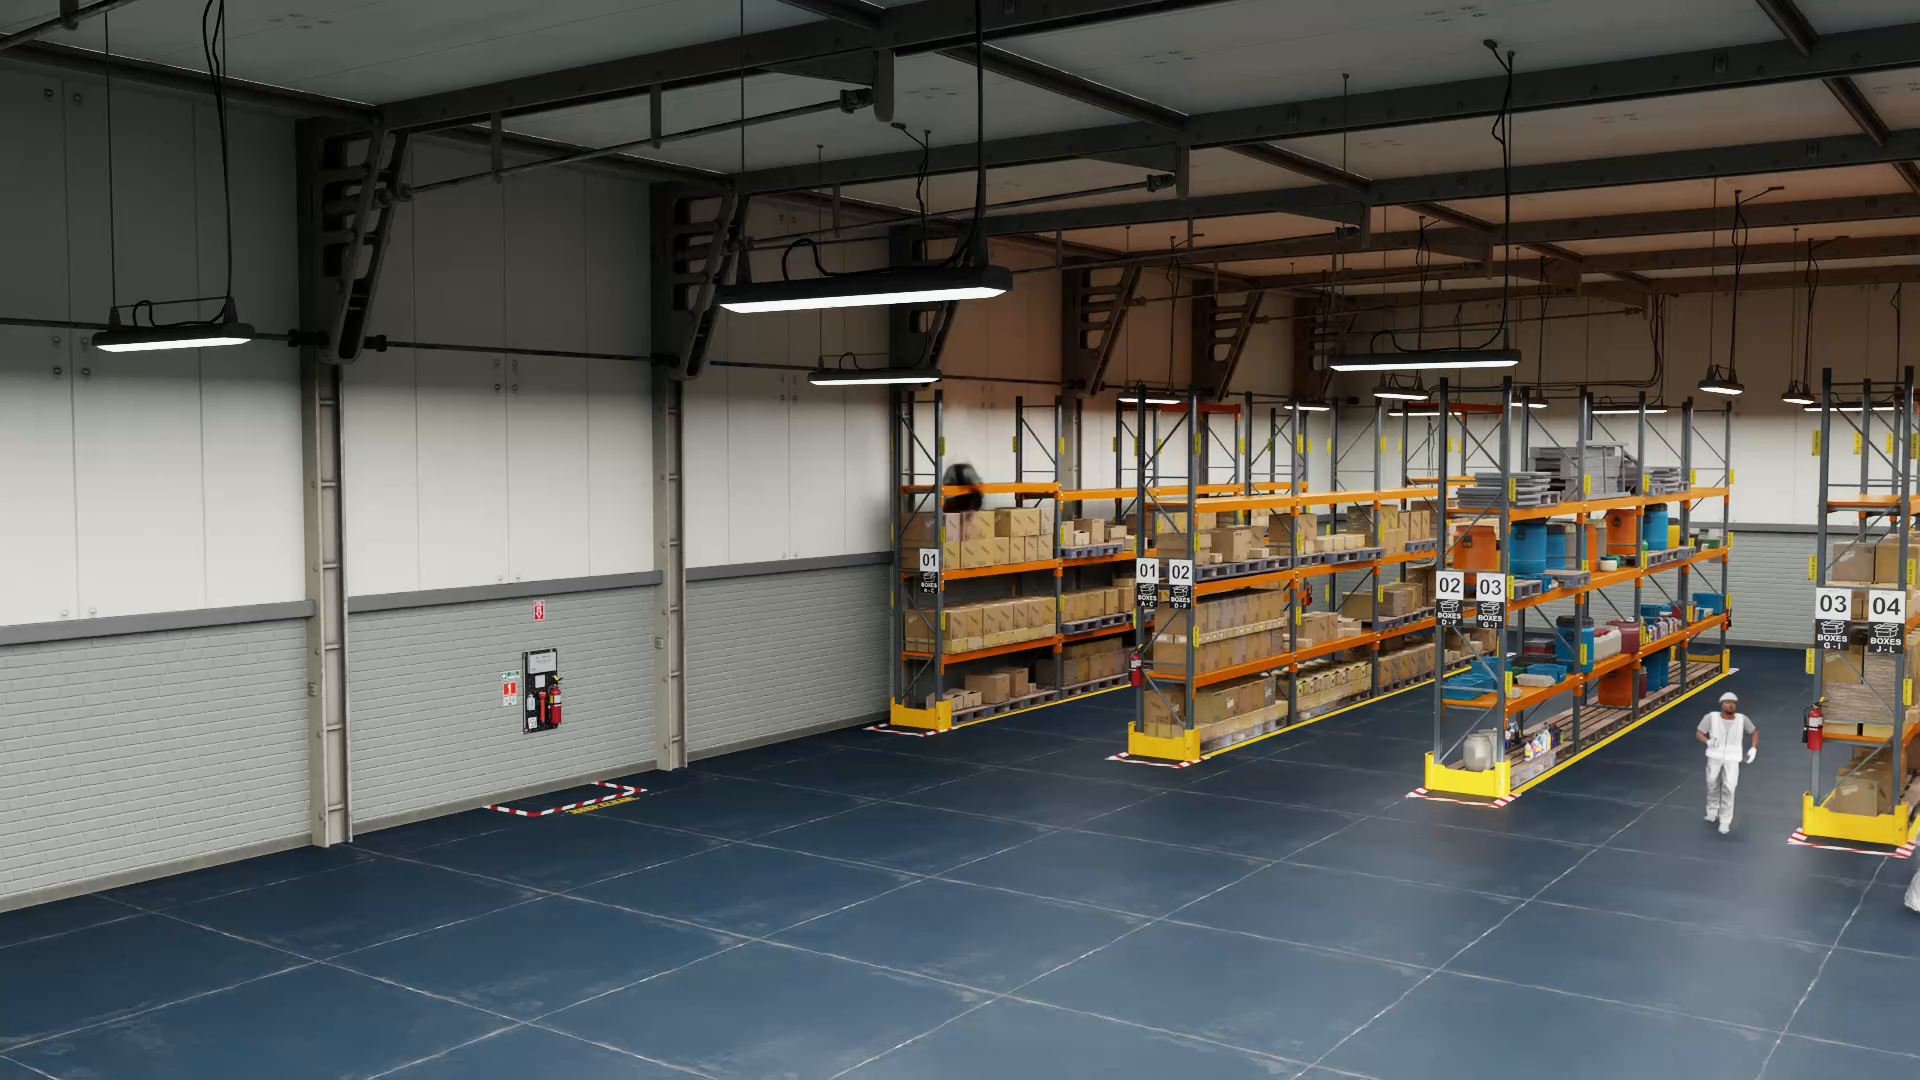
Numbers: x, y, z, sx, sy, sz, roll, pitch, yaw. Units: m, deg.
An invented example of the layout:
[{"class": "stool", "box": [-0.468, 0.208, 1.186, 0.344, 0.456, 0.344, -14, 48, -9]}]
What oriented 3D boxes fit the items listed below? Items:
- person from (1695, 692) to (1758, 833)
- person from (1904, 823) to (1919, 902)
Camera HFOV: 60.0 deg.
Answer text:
[{"class": "person", "box": [10.031, 2.916, 21.792, 0.746, 1.836, 0.713, 2, 4, 26]}, {"class": "person", "box": [10.367, 3.083, 17.523, 0.600, 1.645, 0.821, -1, 3, -11]}]
